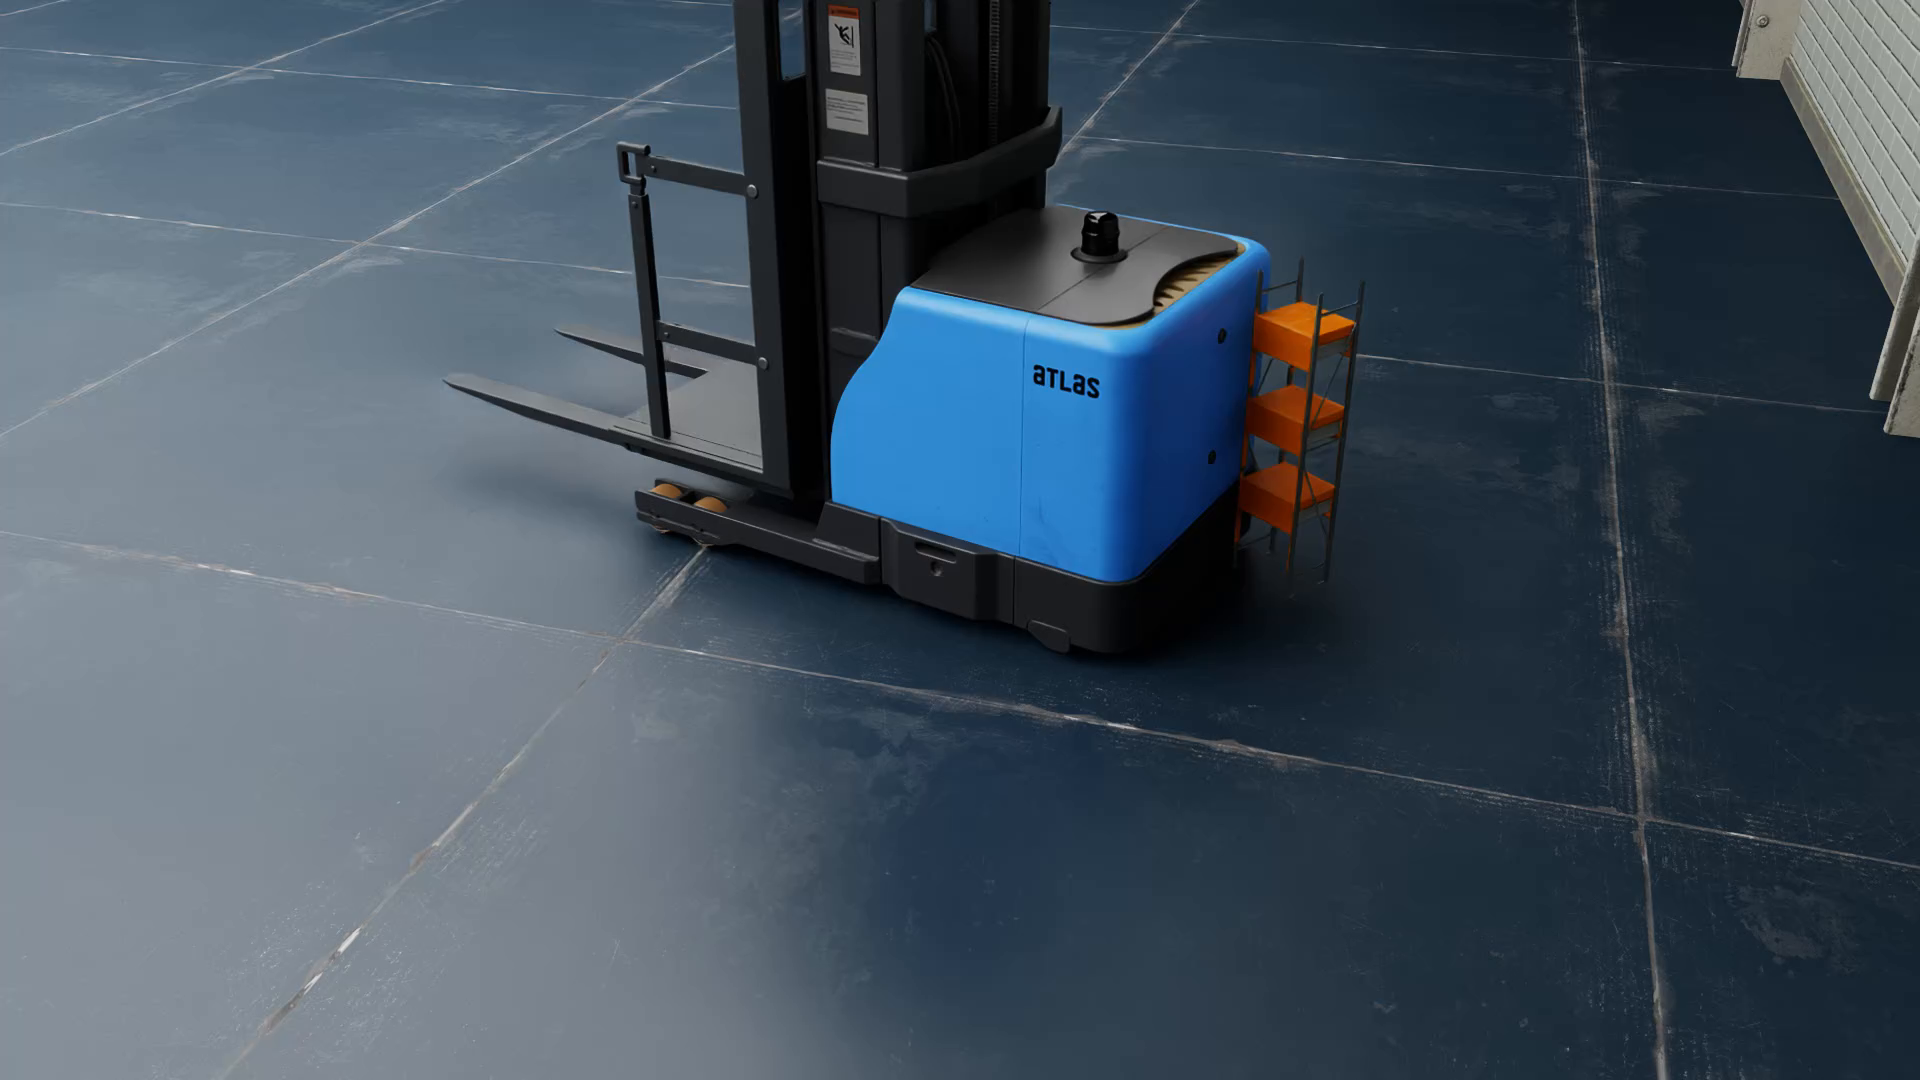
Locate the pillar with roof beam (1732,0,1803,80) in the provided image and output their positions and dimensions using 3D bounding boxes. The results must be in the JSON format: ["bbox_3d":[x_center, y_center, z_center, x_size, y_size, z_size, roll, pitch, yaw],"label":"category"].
[{"bbox_3d":[1.469,-7.821,10.552,9.100,9.000,0.400,8,30,15],"label":"pillar with roof beam"}]

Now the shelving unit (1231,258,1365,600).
[{"bbox_3d":[1.062,-0.341,5.283,0.215,1.050,0.252,-20,35,-32],"label":"shelving unit"}]

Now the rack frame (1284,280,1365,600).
[{"bbox_3d":[1.136,-0.294,5.198,0.200,1.050,0.008,-20,35,-32],"label":"rack frame"}]

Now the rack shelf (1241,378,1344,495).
[{"bbox_3d":[1.062,-0.332,5.288,0.215,0.259,0.240,-20,35,-32],"label":"rack shelf"}]

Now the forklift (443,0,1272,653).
[{"bbox_3d":[-0.530,-1.459,5.358,3.031,2.935,1.130,17,33,27],"label":"forklift"}]

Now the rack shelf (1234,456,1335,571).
[{"bbox_3d":[1.062,-0.089,5.424,0.215,0.259,0.240,-20,35,-32],"label":"rack shelf"}]

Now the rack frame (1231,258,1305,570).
[{"bbox_3d":[0.989,-0.389,5.368,0.200,1.050,0.008,-20,35,-32],"label":"rack frame"}]

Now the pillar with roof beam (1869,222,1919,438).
[{"bbox_3d":[-0.292,-5.033,5.540,9.100,9.000,0.400,8,30,15],"label":"pillar with roof beam"}]

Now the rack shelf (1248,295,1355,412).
[{"bbox_3d":[1.062,-0.580,5.150,0.215,0.259,0.240,-20,35,-32],"label":"rack shelf"}]
